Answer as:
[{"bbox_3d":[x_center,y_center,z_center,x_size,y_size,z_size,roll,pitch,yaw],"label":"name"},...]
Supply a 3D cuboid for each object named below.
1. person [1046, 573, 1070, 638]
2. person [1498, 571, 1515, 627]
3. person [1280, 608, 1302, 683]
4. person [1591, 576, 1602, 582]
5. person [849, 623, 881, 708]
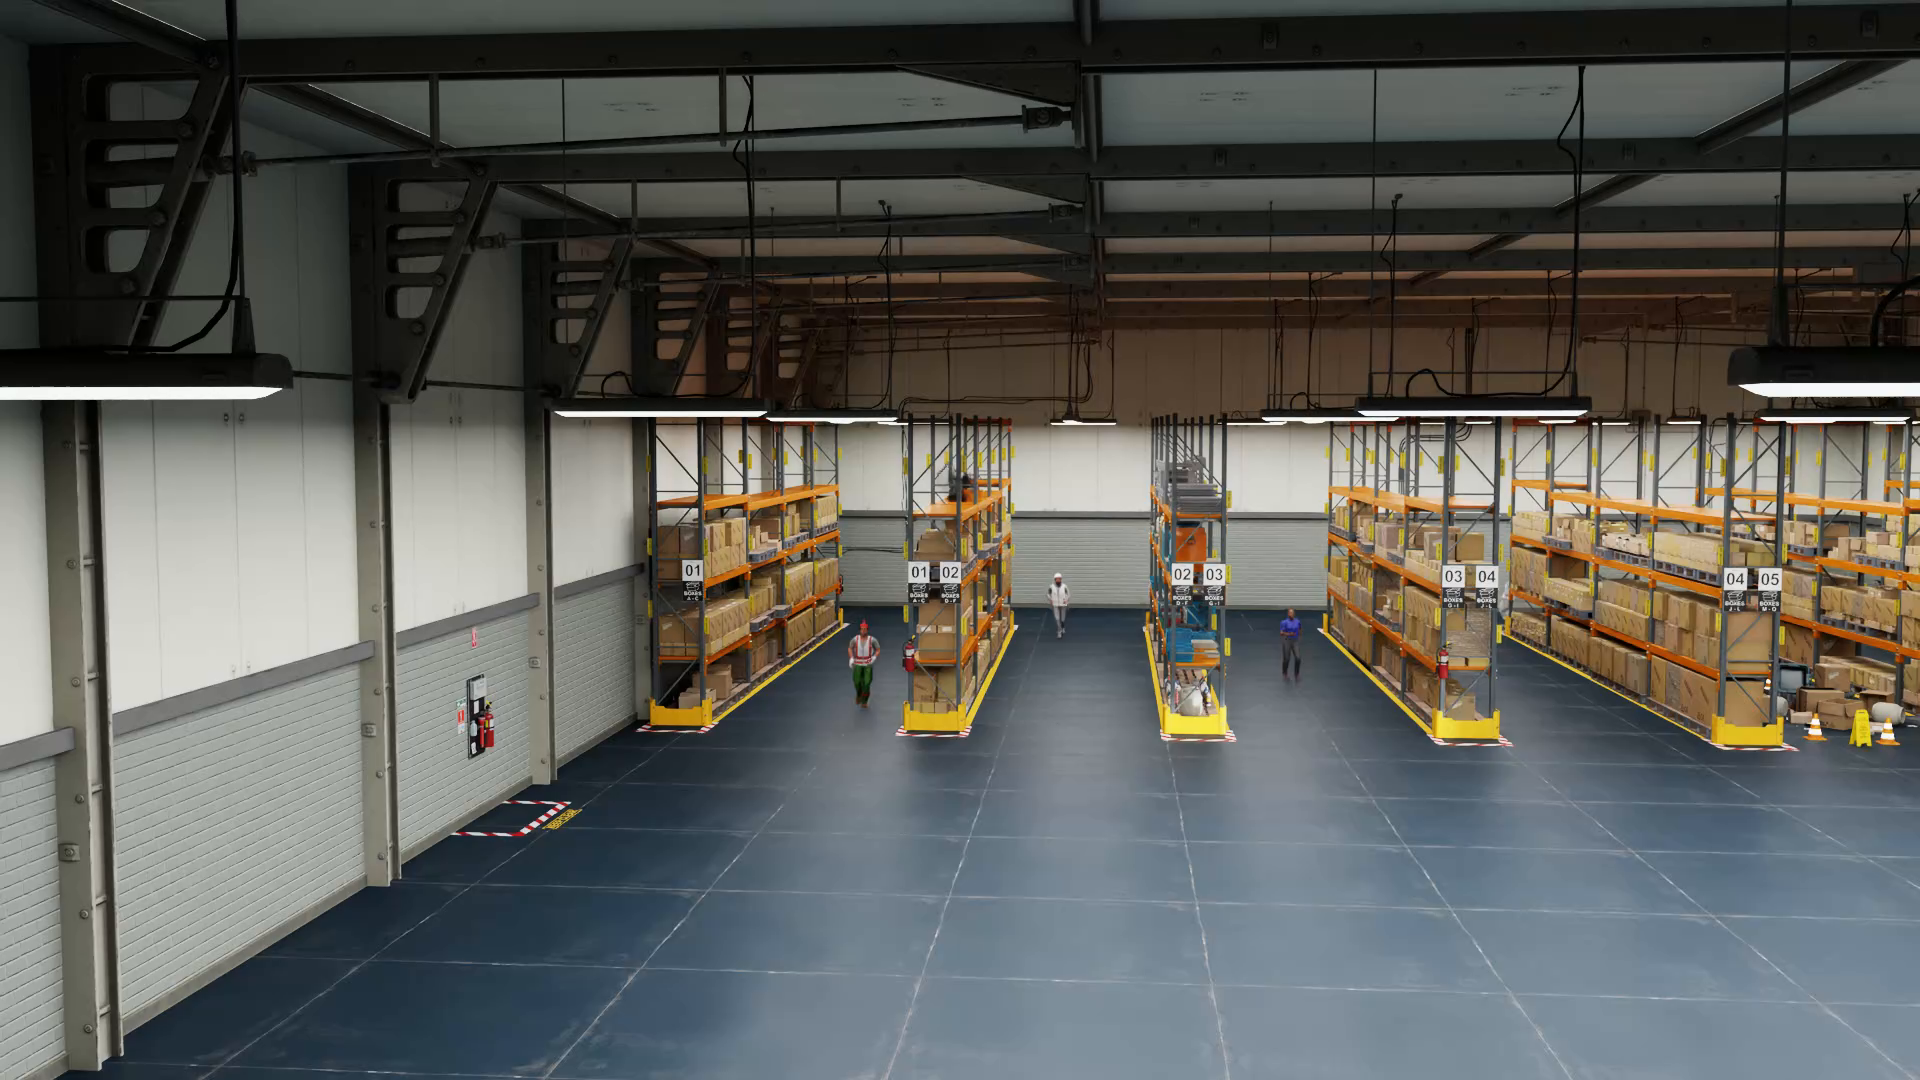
[{"bbox_3d":[2.688,1.790,45.608,0.674,1.757,0.700,0,4,2],"label":"person"},{"bbox_3d":[15.621,1.671,47.517,0.547,1.694,0.740,2,4,27],"label":"person"},{"bbox_3d":[7.468,2.387,37.494,0.564,1.691,0.720,0,4,-3],"label":"person"},{"bbox_3d":[17.847,1.744,46.872,0.548,1.649,0.611,0,4,0],"label":"person"},{"bbox_3d":[-1.949,2.555,33.869,0.668,1.749,0.583,0,4,1],"label":"person"}]
